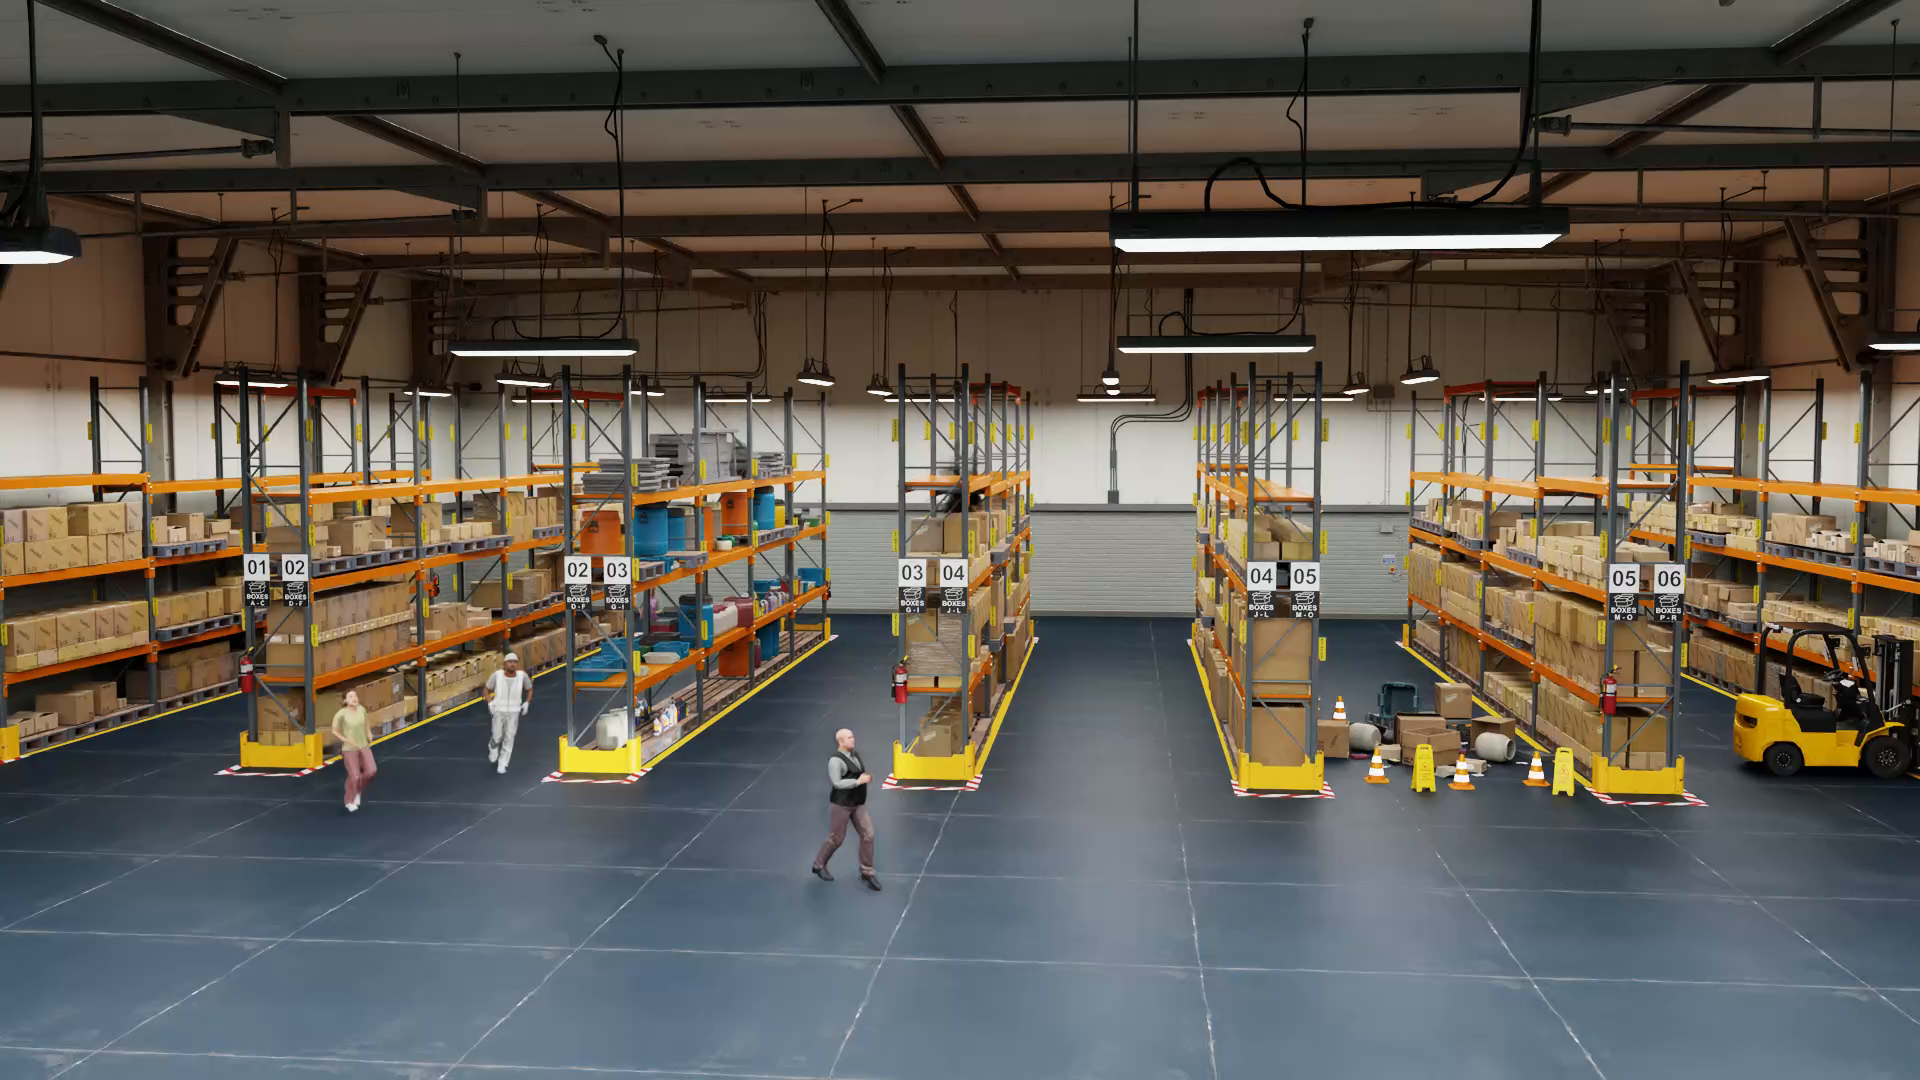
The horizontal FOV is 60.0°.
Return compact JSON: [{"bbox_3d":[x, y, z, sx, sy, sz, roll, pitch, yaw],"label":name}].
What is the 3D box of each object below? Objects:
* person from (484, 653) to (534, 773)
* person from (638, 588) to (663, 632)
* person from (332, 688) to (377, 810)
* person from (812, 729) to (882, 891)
[{"bbox_3d":[-6.733,2.554,24.834,0.725,1.764,0.652,-1,4,-20],"label":"person"},{"bbox_3d":[-6.863,1.847,36.850,0.545,1.551,0.858,0,4,-7],"label":"person"},{"bbox_3d":[-8.001,2.774,22.032,0.537,1.628,0.590,3,5,41],"label":"person"},{"bbox_3d":[-1.251,2.957,18.316,0.821,1.772,0.633,2,4,32],"label":"person"}]
